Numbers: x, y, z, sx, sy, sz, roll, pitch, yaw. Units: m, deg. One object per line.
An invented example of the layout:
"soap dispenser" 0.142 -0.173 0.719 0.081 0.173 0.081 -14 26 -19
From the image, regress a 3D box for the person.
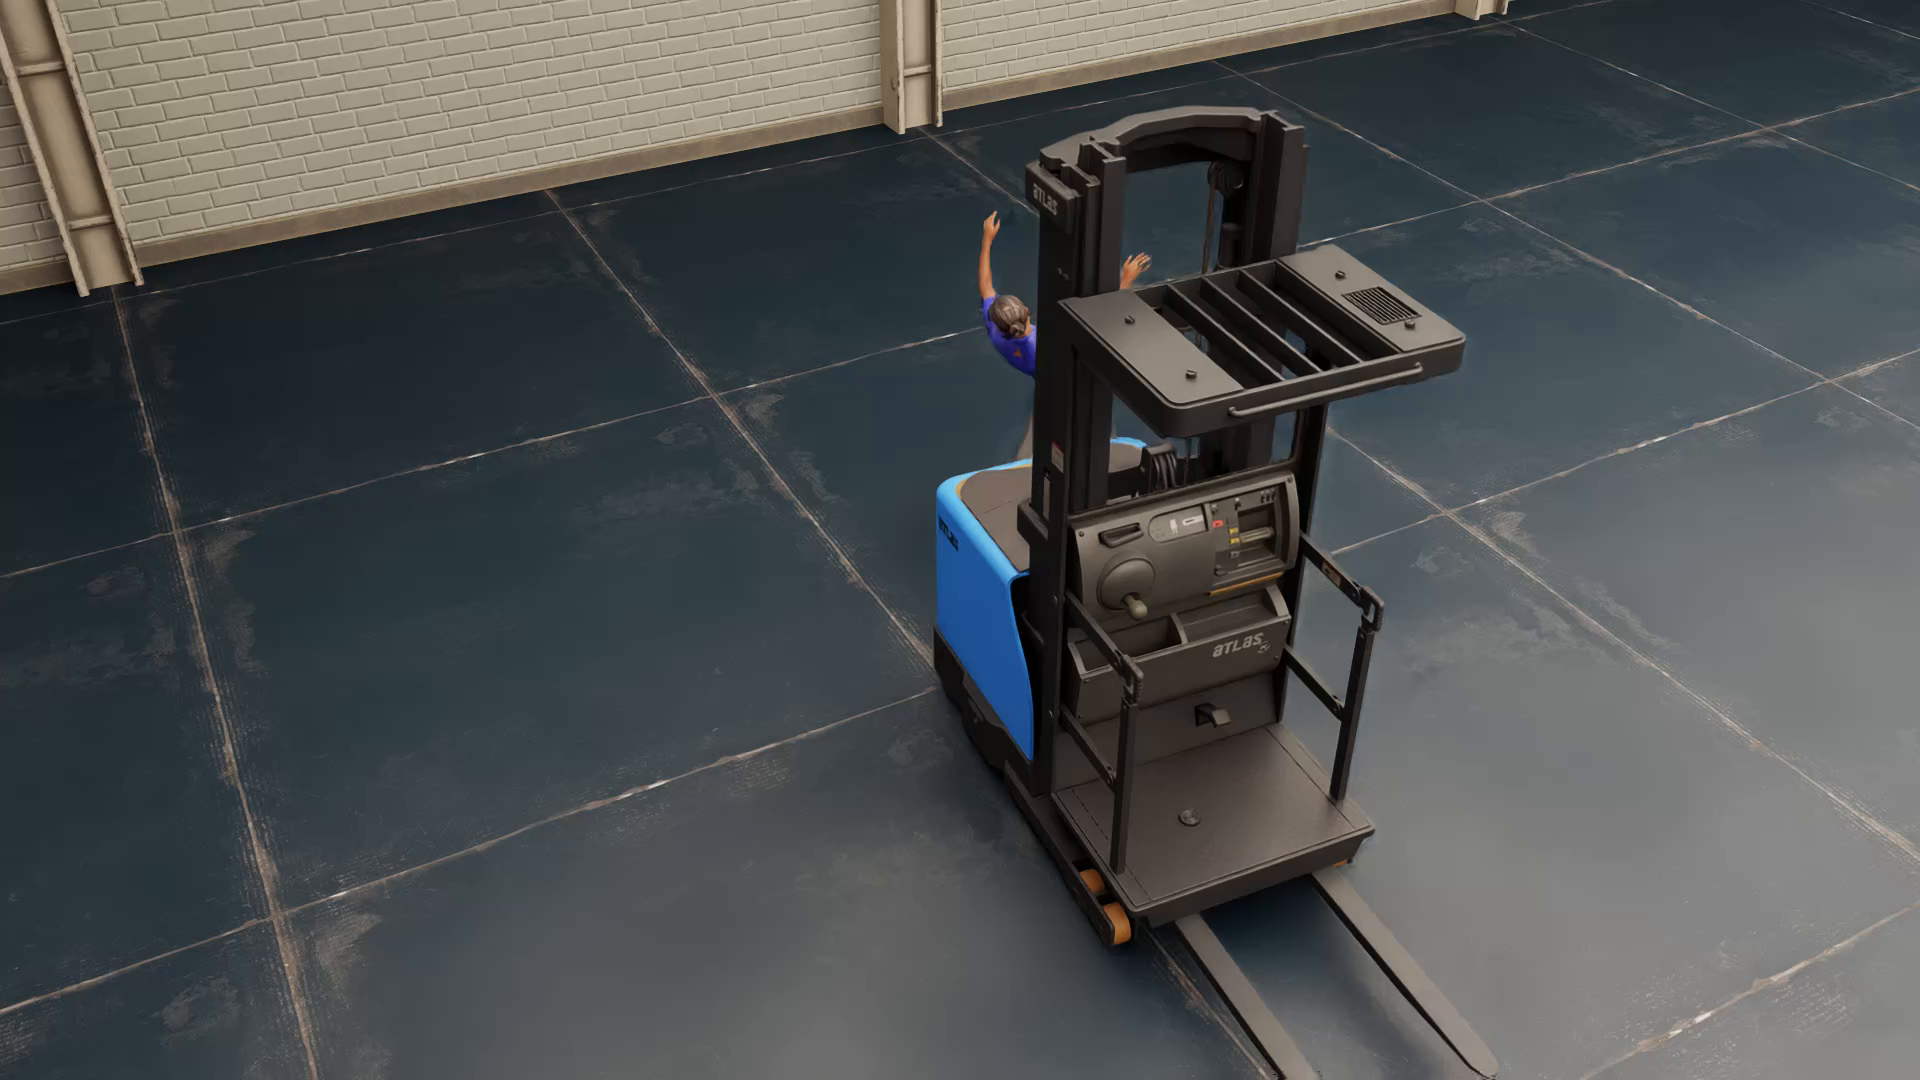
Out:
"person" 0.409 -0.803 8.466 0.708 1.563 0.885 -29 45 -35

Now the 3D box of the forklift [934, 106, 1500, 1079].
"forklift" 0.937 0.087 6.000 1.130 2.935 3.031 -14 38 -19
